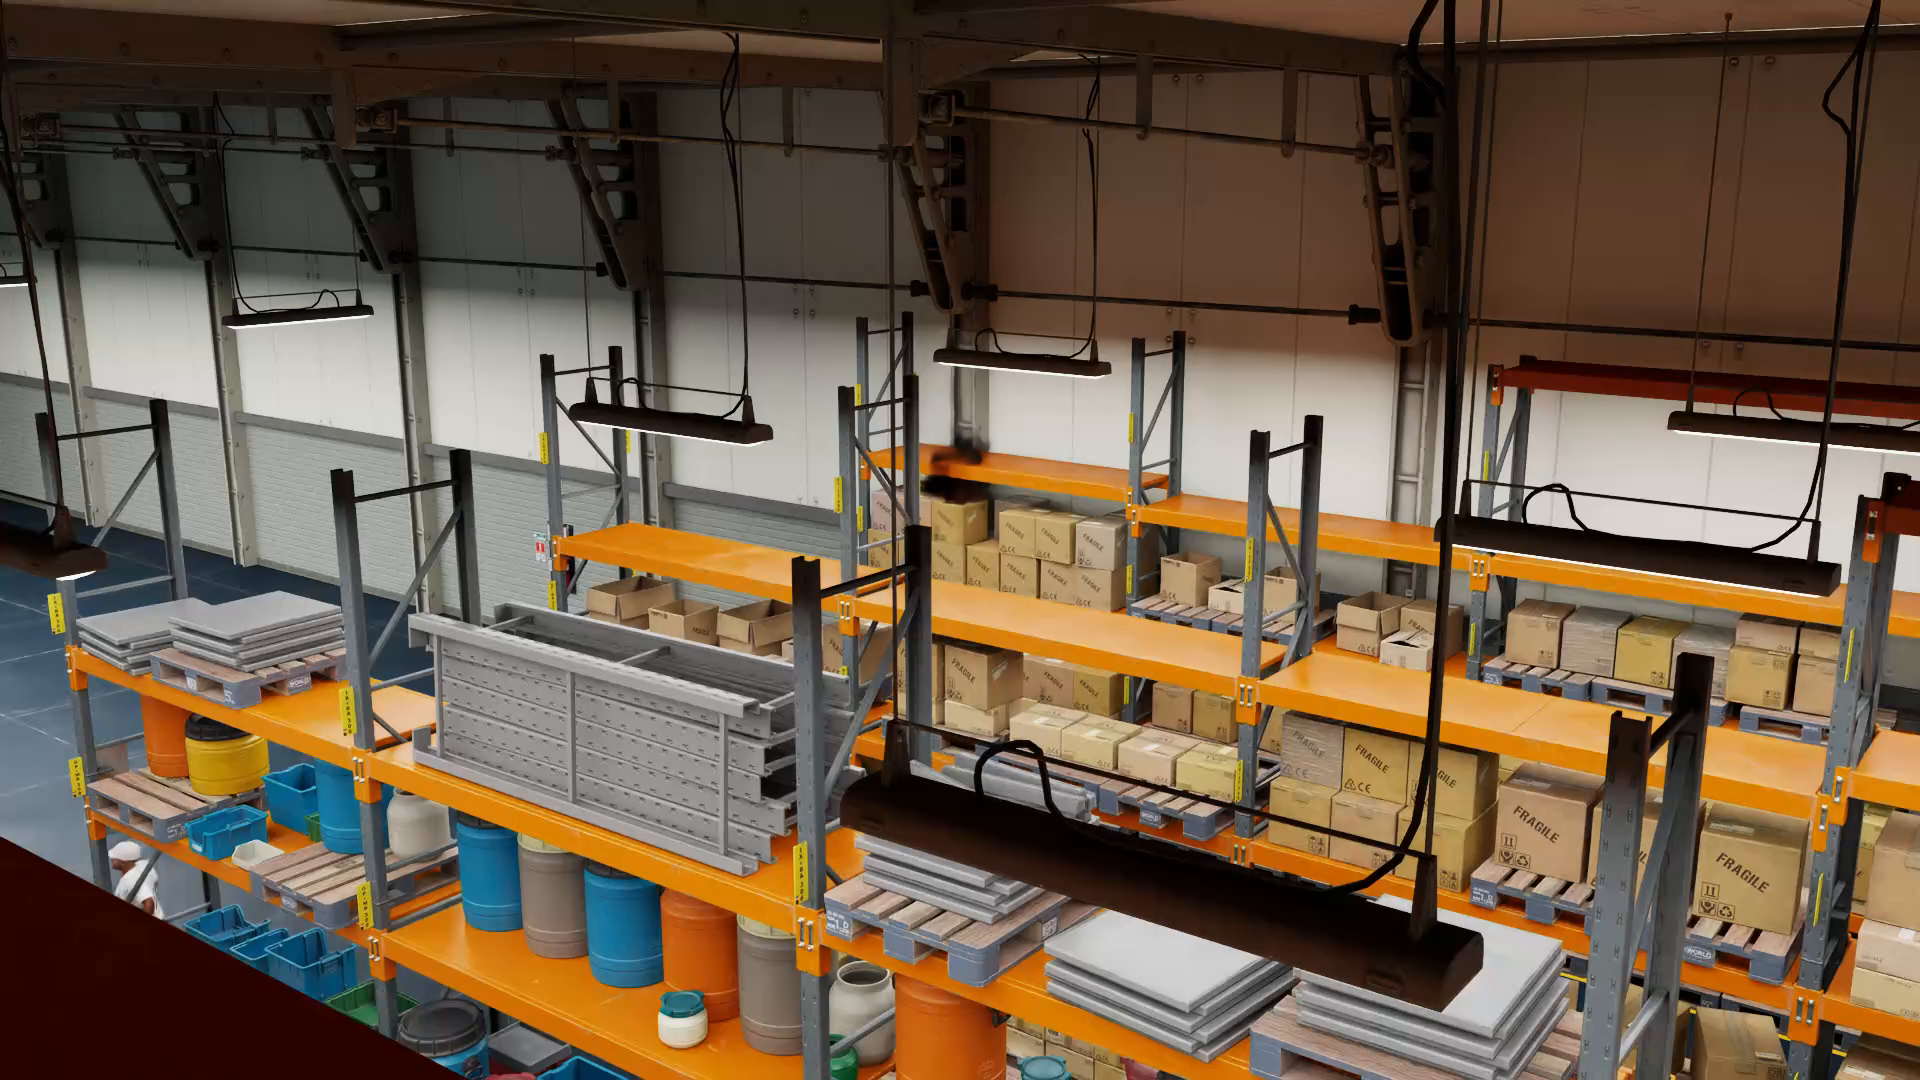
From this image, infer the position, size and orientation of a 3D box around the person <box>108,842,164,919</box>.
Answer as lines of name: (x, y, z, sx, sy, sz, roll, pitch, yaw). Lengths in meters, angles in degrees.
person: (-7.676, 3.648, 15.697, 0.947, 1.749, 0.726, -3, 13, -13)
